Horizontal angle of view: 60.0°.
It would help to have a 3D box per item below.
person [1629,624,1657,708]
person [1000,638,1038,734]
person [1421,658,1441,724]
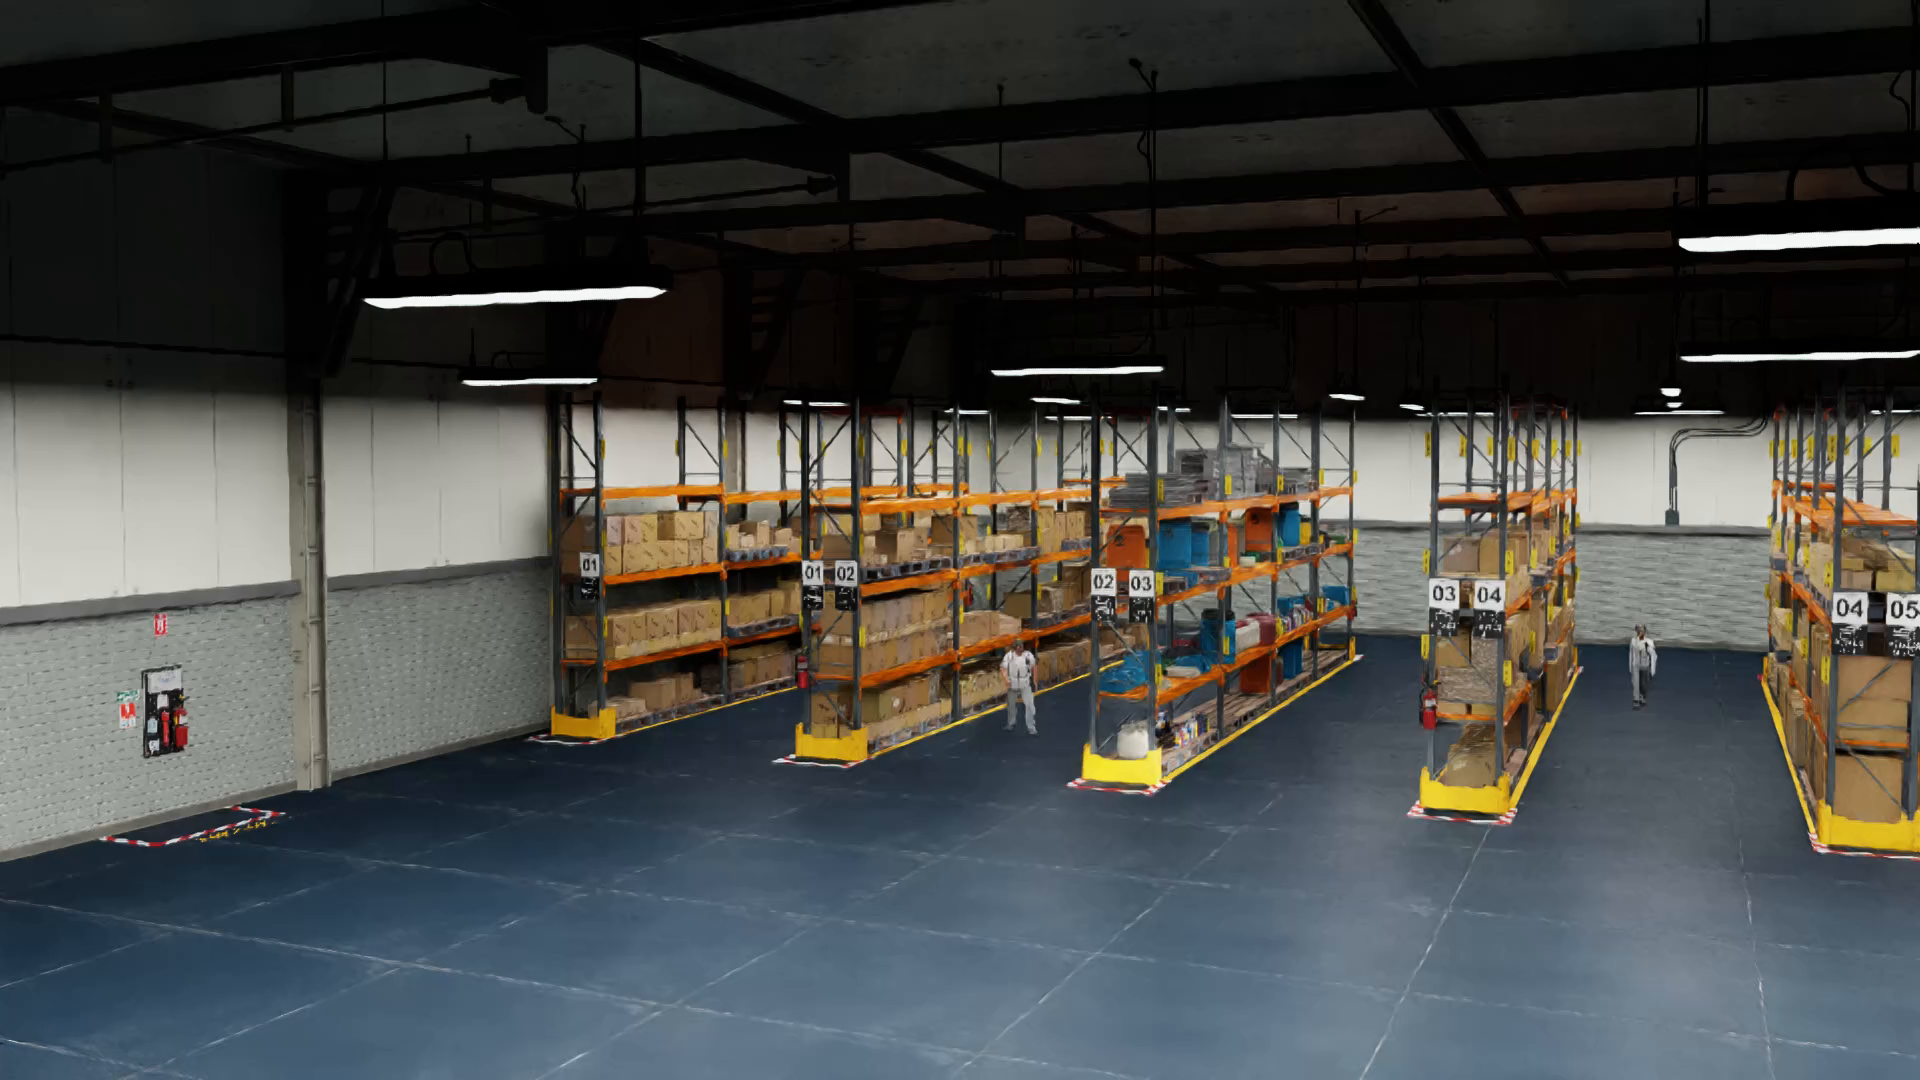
[{"bbox_3d":[13.153,2.413,32.050,0.502,1.621,0.997,1,3,22],"label":"person"},{"bbox_3d":[1.056,2.531,29.207,0.691,1.691,0.860,0,3,6],"label":"person"},{"bbox_3d":[8.586,2.458,30.221,0.639,1.718,0.586,-3,4,-43],"label":"person"}]
